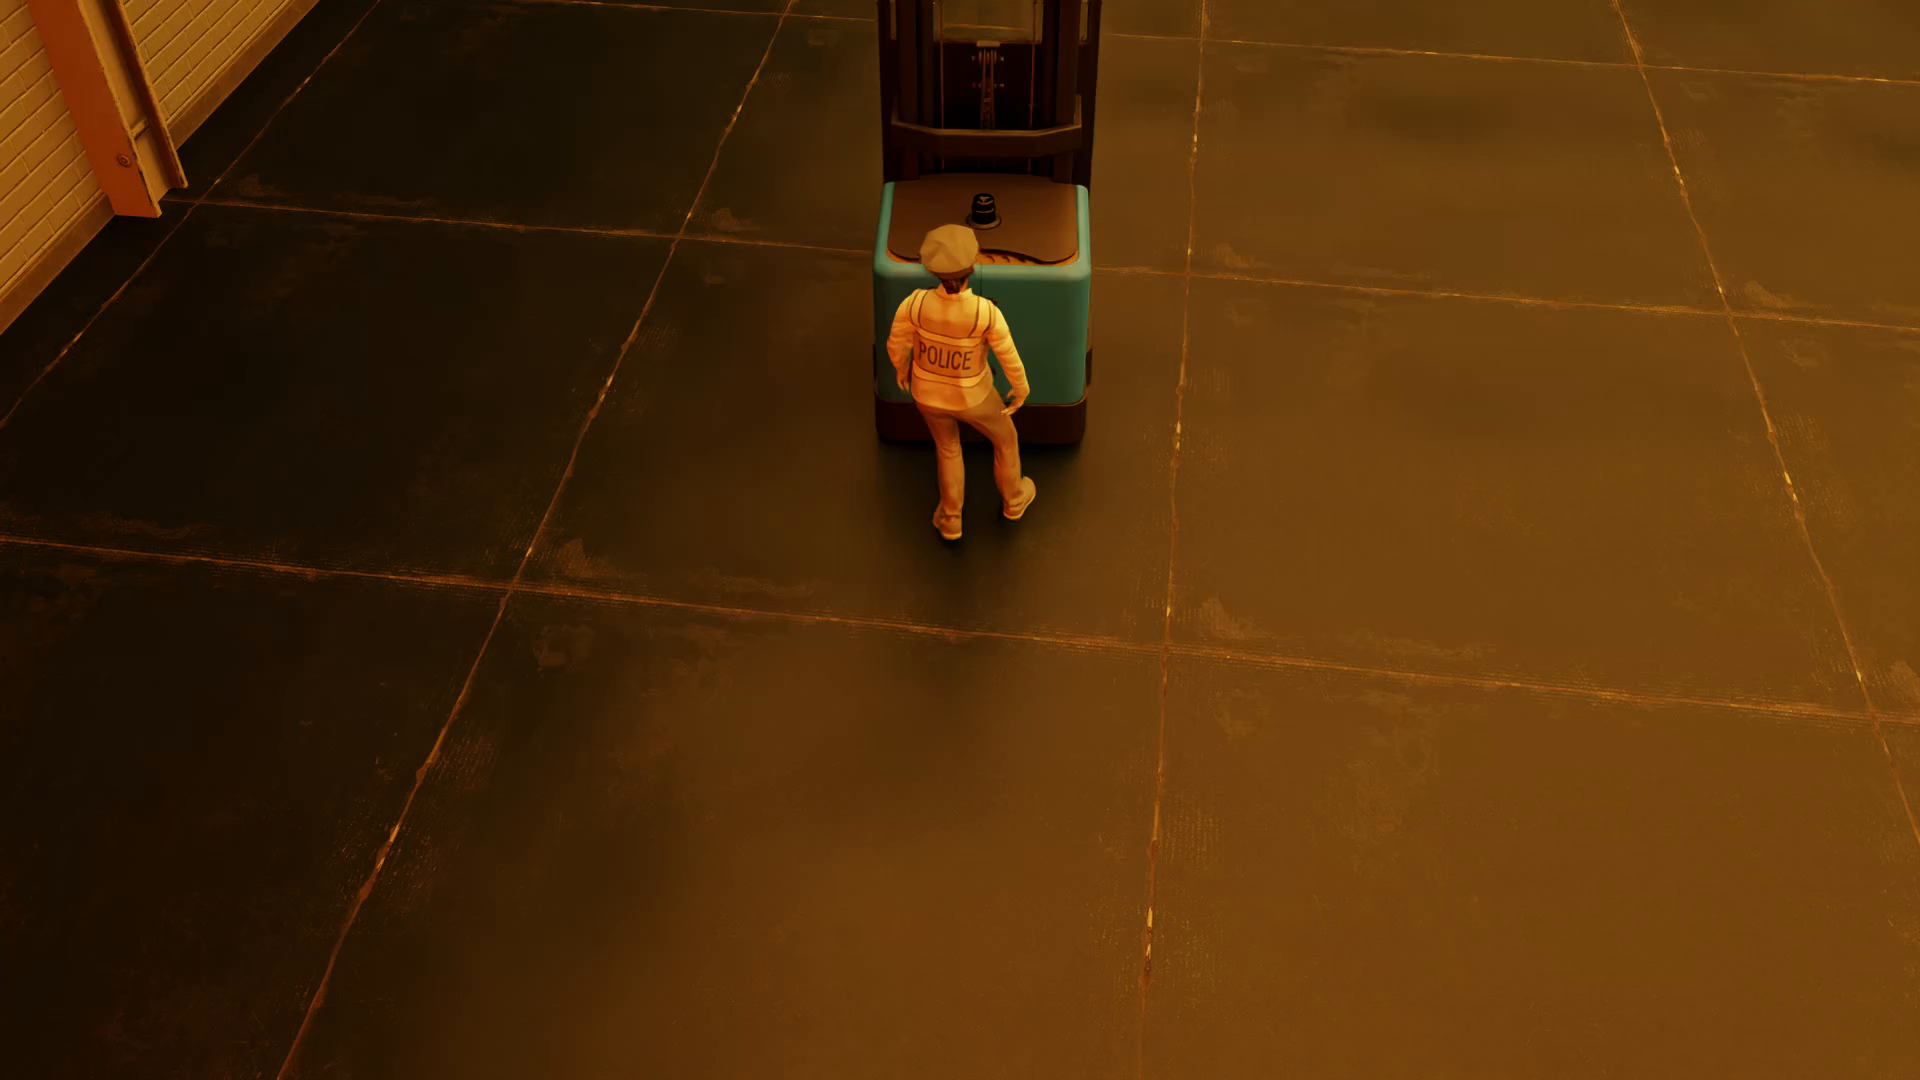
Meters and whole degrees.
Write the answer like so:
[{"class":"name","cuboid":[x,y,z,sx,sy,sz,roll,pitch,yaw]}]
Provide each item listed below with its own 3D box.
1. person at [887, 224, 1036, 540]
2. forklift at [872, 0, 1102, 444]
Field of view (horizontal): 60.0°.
[{"class":"person","cuboid":[0.018,-0.734,7.487,0.631,1.653,0.574,11,44,11]},{"class":"forklift","cuboid":[0.152,-2.539,8.488,1.130,2.935,3.031,1,43,2]}]
